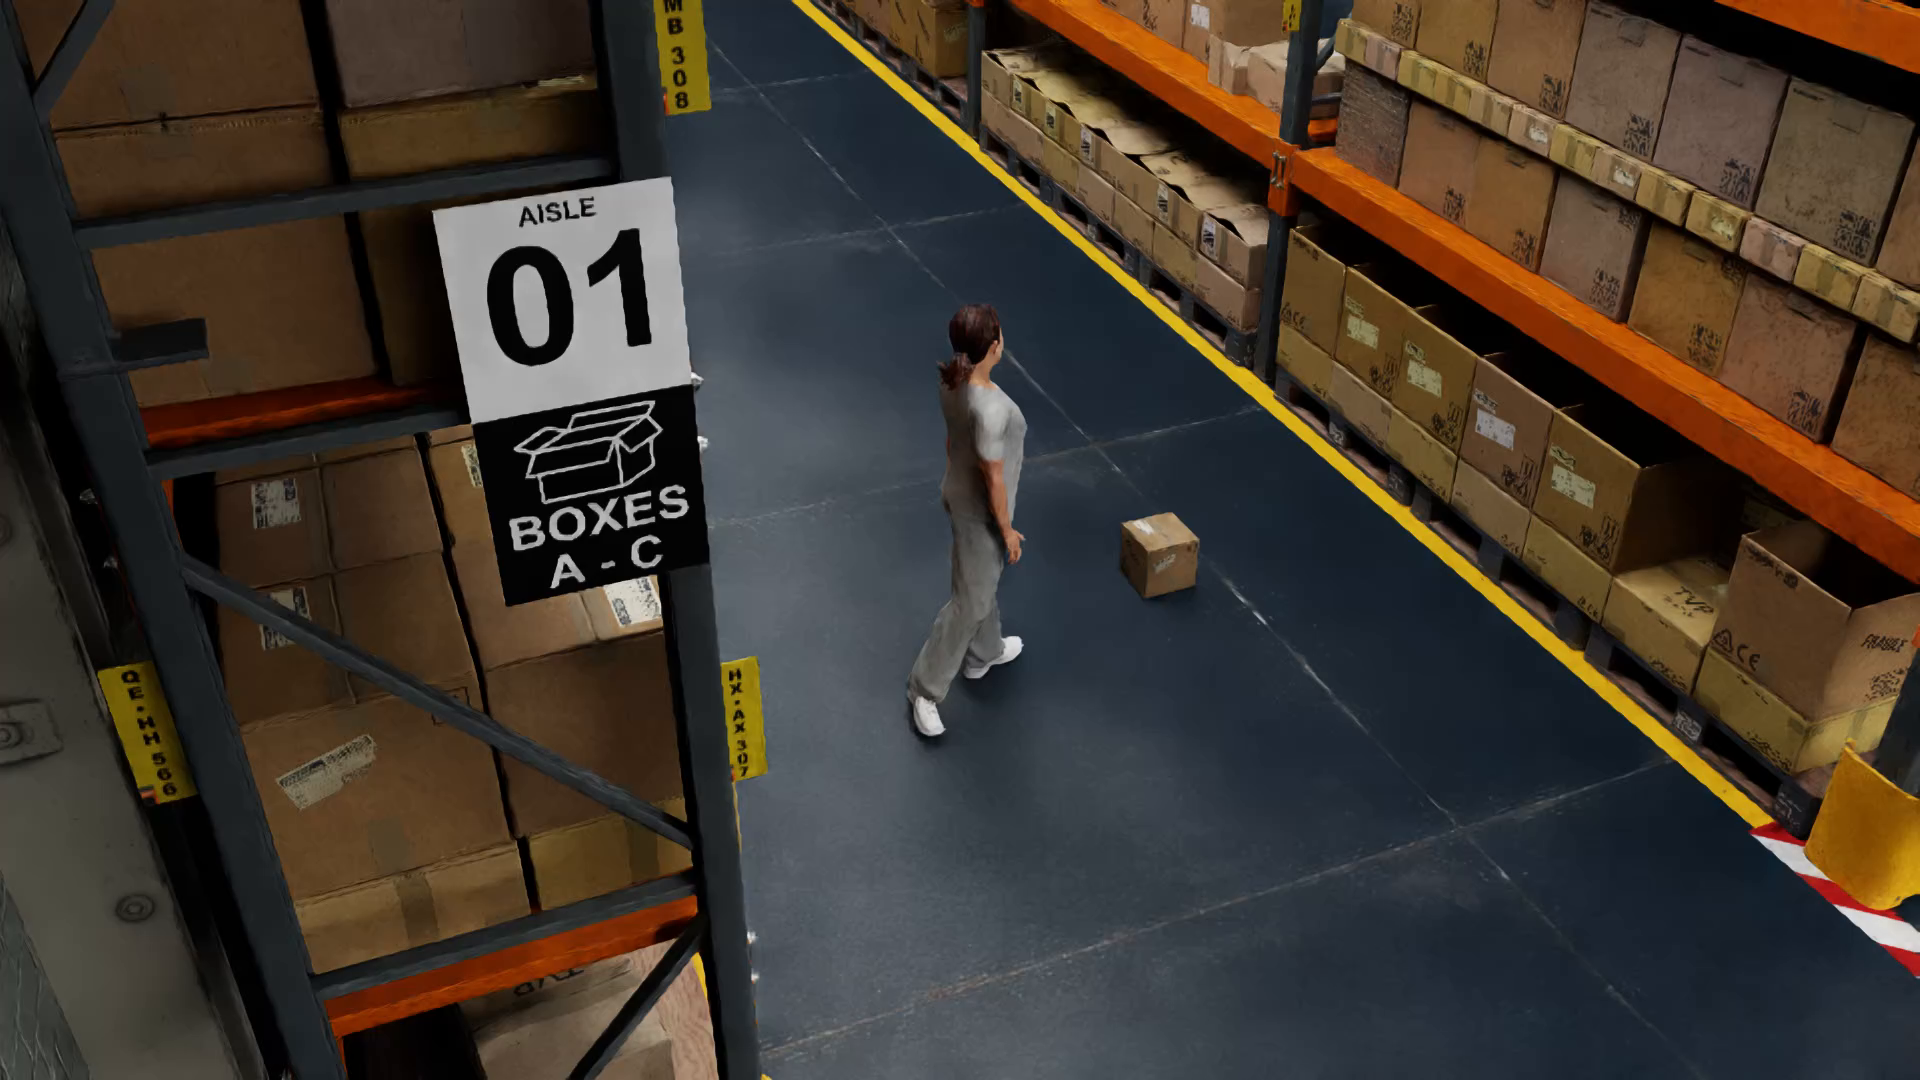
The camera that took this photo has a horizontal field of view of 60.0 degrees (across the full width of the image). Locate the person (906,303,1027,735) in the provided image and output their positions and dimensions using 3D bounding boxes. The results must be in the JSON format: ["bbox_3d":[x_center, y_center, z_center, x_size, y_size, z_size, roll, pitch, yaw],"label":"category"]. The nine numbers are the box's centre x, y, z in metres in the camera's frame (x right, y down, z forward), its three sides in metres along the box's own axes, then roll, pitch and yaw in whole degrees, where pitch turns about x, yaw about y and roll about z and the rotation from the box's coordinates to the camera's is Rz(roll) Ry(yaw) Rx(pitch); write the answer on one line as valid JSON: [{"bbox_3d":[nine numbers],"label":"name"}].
[{"bbox_3d":[0.039,-0.093,6.288,0.570,1.667,0.646,-9,35,-14],"label":"person"}]
